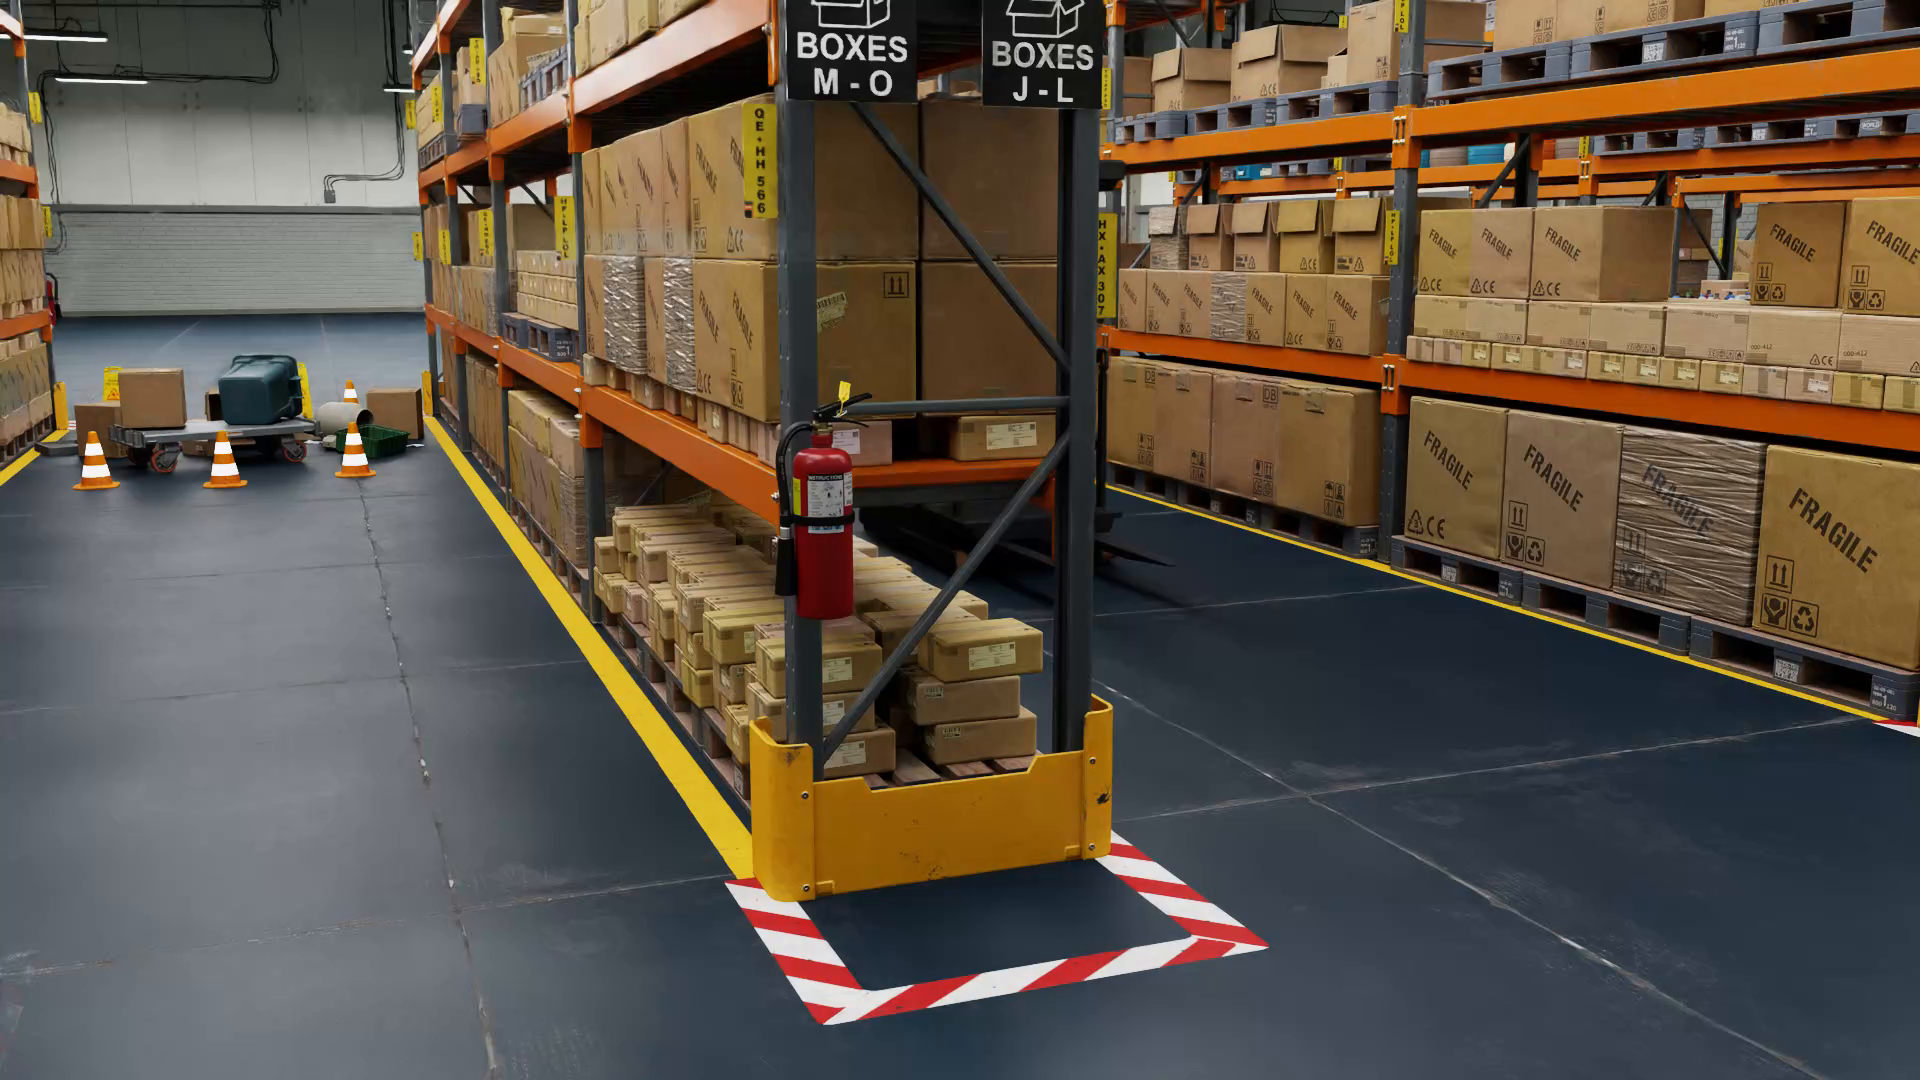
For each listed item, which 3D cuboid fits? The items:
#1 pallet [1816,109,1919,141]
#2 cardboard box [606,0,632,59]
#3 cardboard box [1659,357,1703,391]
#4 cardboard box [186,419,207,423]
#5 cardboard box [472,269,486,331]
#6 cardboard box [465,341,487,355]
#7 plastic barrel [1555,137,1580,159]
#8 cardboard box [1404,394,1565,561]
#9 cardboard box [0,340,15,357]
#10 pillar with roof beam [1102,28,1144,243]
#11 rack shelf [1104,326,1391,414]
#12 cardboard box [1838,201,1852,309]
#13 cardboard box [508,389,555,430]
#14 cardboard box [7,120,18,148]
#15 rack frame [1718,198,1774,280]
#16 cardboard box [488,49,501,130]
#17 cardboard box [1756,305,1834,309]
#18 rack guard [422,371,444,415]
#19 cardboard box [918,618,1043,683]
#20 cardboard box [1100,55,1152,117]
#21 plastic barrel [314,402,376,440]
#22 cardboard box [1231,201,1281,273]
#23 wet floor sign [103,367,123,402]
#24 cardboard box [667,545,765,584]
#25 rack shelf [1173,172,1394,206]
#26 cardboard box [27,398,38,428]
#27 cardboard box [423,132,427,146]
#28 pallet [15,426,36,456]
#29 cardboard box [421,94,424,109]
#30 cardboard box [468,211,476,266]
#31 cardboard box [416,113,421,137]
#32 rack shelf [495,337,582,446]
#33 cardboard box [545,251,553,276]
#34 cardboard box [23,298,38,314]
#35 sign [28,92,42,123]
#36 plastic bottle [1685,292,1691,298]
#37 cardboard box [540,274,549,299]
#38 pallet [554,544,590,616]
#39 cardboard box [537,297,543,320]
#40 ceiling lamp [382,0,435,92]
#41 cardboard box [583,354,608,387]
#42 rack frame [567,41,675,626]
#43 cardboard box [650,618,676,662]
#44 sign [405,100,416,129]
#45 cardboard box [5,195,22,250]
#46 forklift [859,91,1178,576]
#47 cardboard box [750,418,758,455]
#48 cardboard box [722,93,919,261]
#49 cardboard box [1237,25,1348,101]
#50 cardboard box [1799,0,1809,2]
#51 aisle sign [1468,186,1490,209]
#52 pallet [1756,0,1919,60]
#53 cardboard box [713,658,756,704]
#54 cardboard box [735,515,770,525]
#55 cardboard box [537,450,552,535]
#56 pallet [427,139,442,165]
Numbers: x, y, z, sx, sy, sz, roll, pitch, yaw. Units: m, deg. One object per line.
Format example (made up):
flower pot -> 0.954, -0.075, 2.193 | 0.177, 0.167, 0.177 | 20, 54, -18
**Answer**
pallet -> 7.395, -3.179, 12.700 | 1.213, 0.211, 1.003 | -4, 11, -21
cardboard box -> -1.223, -2.204, 7.107 | 0.500, 0.250, 0.500 | -3, 11, -18
cardboard box -> 3.701, -0.828, 8.229 | 0.380, 0.149, 0.250 | -4, 11, -21
cardboard box -> -8.074, -1.199, 17.738 | 0.380, 0.149, 0.250 | 2, 10, 9
cardboard box -> -3.729, -1.982, 13.714 | 0.500, 0.500, 0.500 | -4, 11, -22
cardboard box -> -4.567, -1.634, 16.910 | 0.875, 0.875, 0.875 | -4, 11, -20
plastic barrel -> 6.225, -4.198, 16.456 | 0.600, 0.901, 0.600 | 0, 10, 0
cardboard box -> 3.318, -0.407, 10.009 | 0.875, 0.875, 0.875 | -4, 11, -21
cardboard box -> -9.121, -1.799, 15.626 | 0.380, 0.149, 0.250 | -3, 11, -19
pillar with roof beam -> 1.006, -10.799, 46.435 | 9.100, 9.000, 0.548 | -4, 11, -21
rack shelf -> 2.429, -1.331, 12.392 | 1.077, 0.370, 4.000 | -4, 11, -21
cardboard box -> 4.500, -1.325, 7.741 | 0.500, 0.500, 0.500 | -4, 11, -22
cardboard box -> -2.931, -0.931, 11.885 | 0.500, 0.250, 0.500 | -4, 11, -23
cardboard box -> -9.621, -4.005, 16.385 | 0.500, 0.250, 0.500 | -4, 11, -19
rack frame -> 12.655, -4.261, 26.807 | 1.000, 3.000, 0.127 | -4, 11, -21
cardboard box -> -2.996, -3.129, 11.597 | 0.500, 0.500, 0.500 | -4, 11, -21
cardboard box -> 4.308, -1.041, 8.284 | 0.500, 0.250, 0.500 | -4, 11, -23
rack guard -> -5.863, -1.792, 20.070 | 1.175, 0.500, 0.348 | -4, 11, -21
cardboard box -> 0.071, 0.389, 5.910 | 0.380, 0.149, 0.250 | -4, 11, -23
cardboard box -> 1.298, -3.846, 14.198 | 0.500, 0.500, 0.500 | -4, 11, -19
plastic barrel -> -6.245, -1.186, 16.878 | 0.512, 0.421, 0.421 | 3, 11, 18
cardboard box -> 2.437, -2.219, 12.179 | 0.797, 0.503, 0.637 | -4, 11, -19
wet floor sign -> -9.503, -1.628, 18.732 | 0.267, 0.644, 0.232 | 0, 10, -1
cardboard box -> -1.084, 0.127, 7.385 | 0.380, 0.149, 0.250 | -4, 11, -23
rack shelf -> 4.146, -4.428, 21.238 | 1.077, 0.370, 4.000 | -4, 11, -21
cardboard box -> -9.512, -1.257, 16.572 | 0.500, 0.250, 0.500 | -4, 11, -23
cardboard box -> -5.662, -4.387, 18.187 | 0.380, 0.149, 0.250 | -4, 11, -21
pallet -> -9.704, -0.970, 16.269 | 1.003, 0.211, 1.213 | -4, 11, -21
cardboard box -> -5.662, -4.780, 18.120 | 0.380, 0.149, 0.250 | -4, 11, -22
cardboard box -> -4.219, -2.827, 15.608 | 0.700, 0.500, 0.500 | -4, 11, -22
cardboard box -> -5.918, -4.730, 18.973 | 0.500, 0.250, 0.500 | -4, 11, -21
rack shelf -> -2.230, -1.033, 10.716 | 1.077, 0.370, 4.000 | -4, 11, -21
cardboard box -> -2.404, -1.746, 10.492 | 0.380, 0.149, 0.250 | -4, 11, -22
cardboard box -> -9.707, -2.400, 17.064 | 0.380, 0.149, 0.250 | -4, 11, -20
sign -> -9.907, -4.633, 17.809 | 0.100, 0.325, 0.005 | -4, 11, -21
plastic bottle -> 6.434, -2.040, 14.654 | 0.061, 0.283, 0.133 | -4, 11, -21
cardboard box -> -2.499, -1.641, 10.751 | 0.380, 0.149, 0.250 | -4, 11, -21
pallet -> -1.789, 0.185, 9.775 | 1.003, 0.211, 1.213 | -4, 11, -21
cardboard box -> -2.588, -1.536, 11.006 | 0.380, 0.149, 0.250 | -4, 11, -19
ceiling lamp -> -13.800, -13.066, 42.513 | 2.000, 3.185, 0.800 | -4, 11, -21
cardboard box -> -1.708, -0.870, 8.463 | 0.380, 0.149, 0.250 | -3, 11, -19
rack frame -> -1.506, -1.061, 8.817 | 1.000, 3.000, 0.127 | -4, 11, -21
cardboard box -> -1.165, 0.425, 7.405 | 0.380, 0.149, 0.250 | -4, 11, -22
sign -> -6.374, -4.931, 19.290 | 0.100, 0.325, 0.005 | -4, 11, -21
cardboard box -> -9.260, -2.978, 15.605 | 0.700, 0.500, 0.500 | -4, 11, -22
forklift -> 0.331, -1.307, 10.400 | 1.130, 2.935, 3.031 | -4, 11, -23
cardboard box -> -0.493, -0.362, 5.609 | 0.380, 0.149, 0.250 | -4, 11, -21
cardboard box -> -0.454, -1.155, 5.356 | 0.500, 0.500, 0.500 | -4, 11, -22
cardboard box -> 2.465, -3.414, 11.989 | 0.797, 0.503, 0.637 | -4, 11, -22
cardboard box -> 4.273, -2.669, 7.524 | 0.700, 0.500, 0.500 | -4, 11, -23
aisle sign -> 7.730, -5.217, 24.760 | 0.394, 0.787, 0.004 | -4, 11, -21
pallet -> 4.325, -2.260, 7.246 | 1.003, 0.211, 1.213 | -4, 11, -21
cardboard box -> -0.703, 0.490, 6.192 | 0.380, 0.149, 0.250 | -4, 11, -23
cardboard box -> -0.908, -0.036, 8.298 | 0.380, 0.149, 0.250 | -4, 11, -21
cardboard box -> -2.376, -0.309, 10.532 | 0.500, 0.500, 0.500 | -4, 11, -22
pallet -> -5.130, -4.133, 17.776 | 1.003, 0.211, 1.213 | -4, 11, -21
